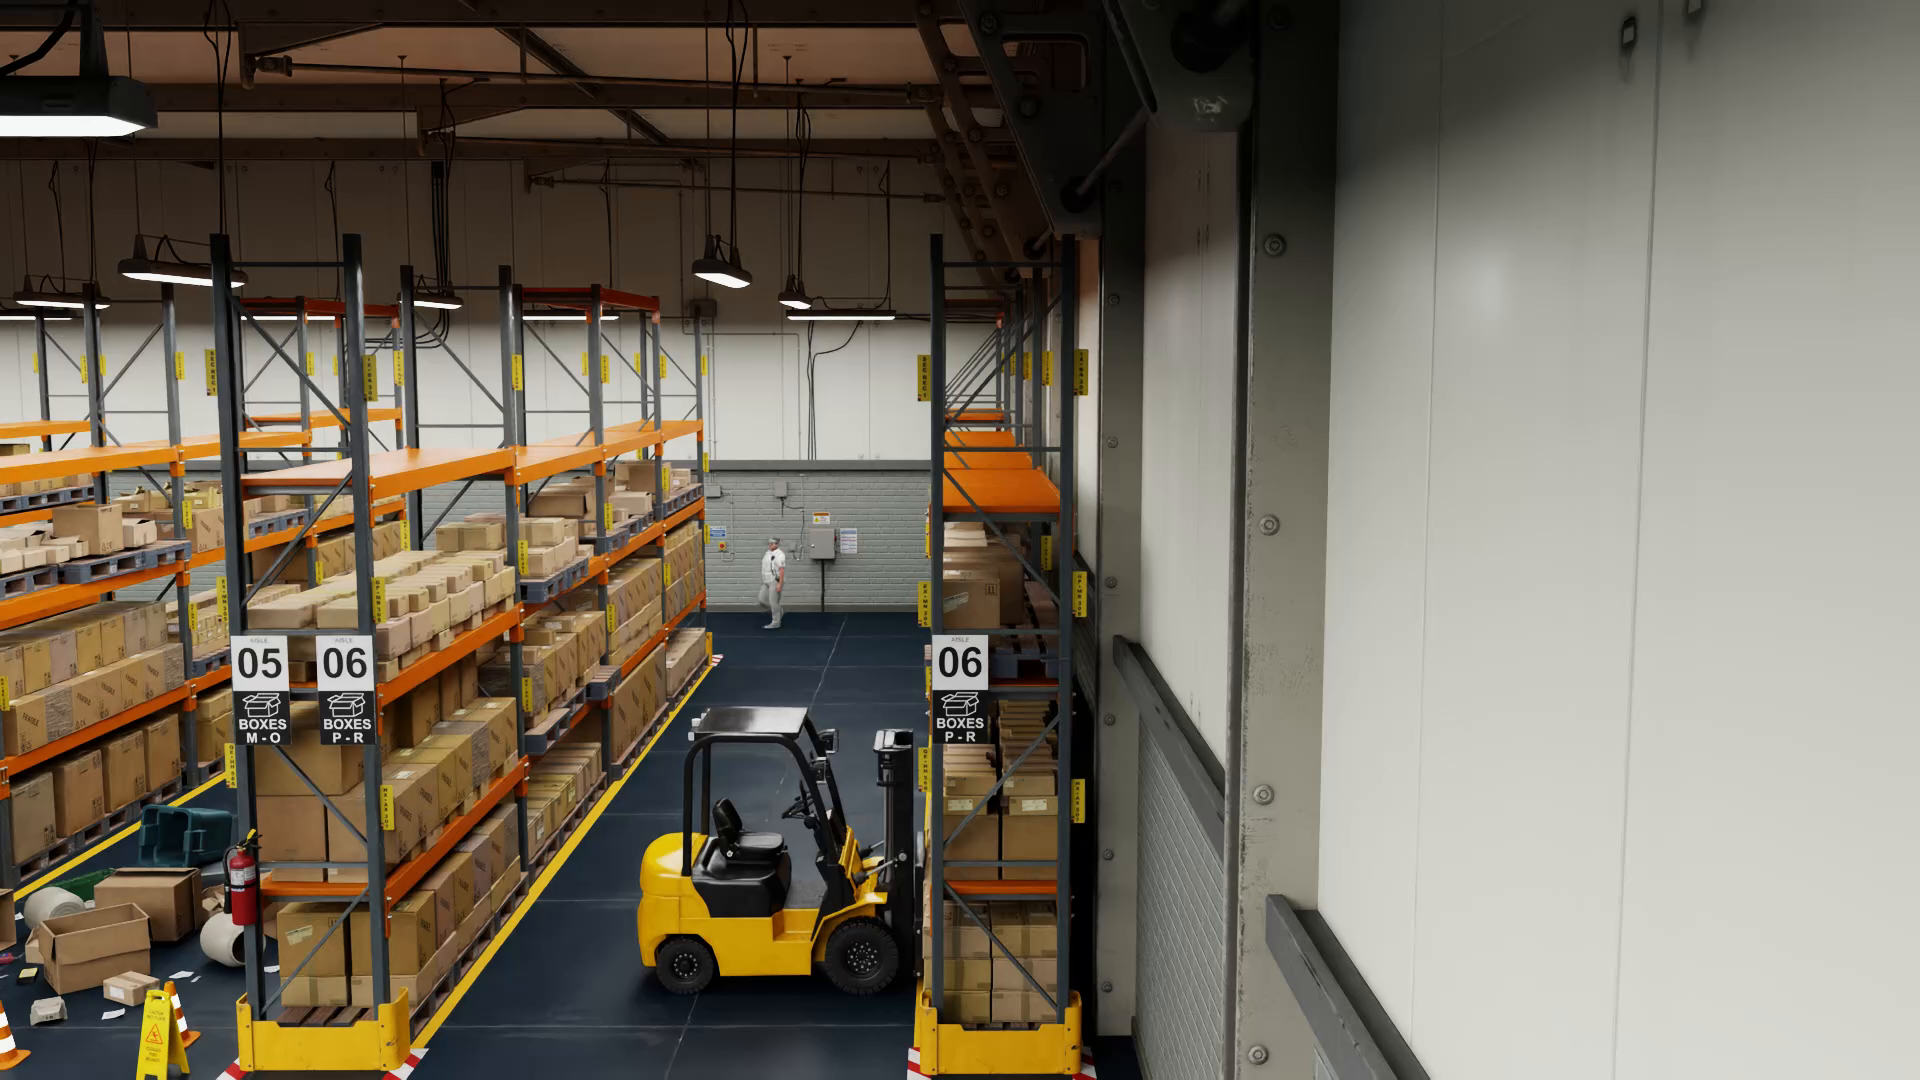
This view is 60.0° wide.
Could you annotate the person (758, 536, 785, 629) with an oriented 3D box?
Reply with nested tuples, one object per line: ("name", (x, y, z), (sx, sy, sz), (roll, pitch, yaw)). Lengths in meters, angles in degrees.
("person", (-3.536, 0.796, 31.563), (0.495, 1.776, 0.586), (-5, 8, -36))
